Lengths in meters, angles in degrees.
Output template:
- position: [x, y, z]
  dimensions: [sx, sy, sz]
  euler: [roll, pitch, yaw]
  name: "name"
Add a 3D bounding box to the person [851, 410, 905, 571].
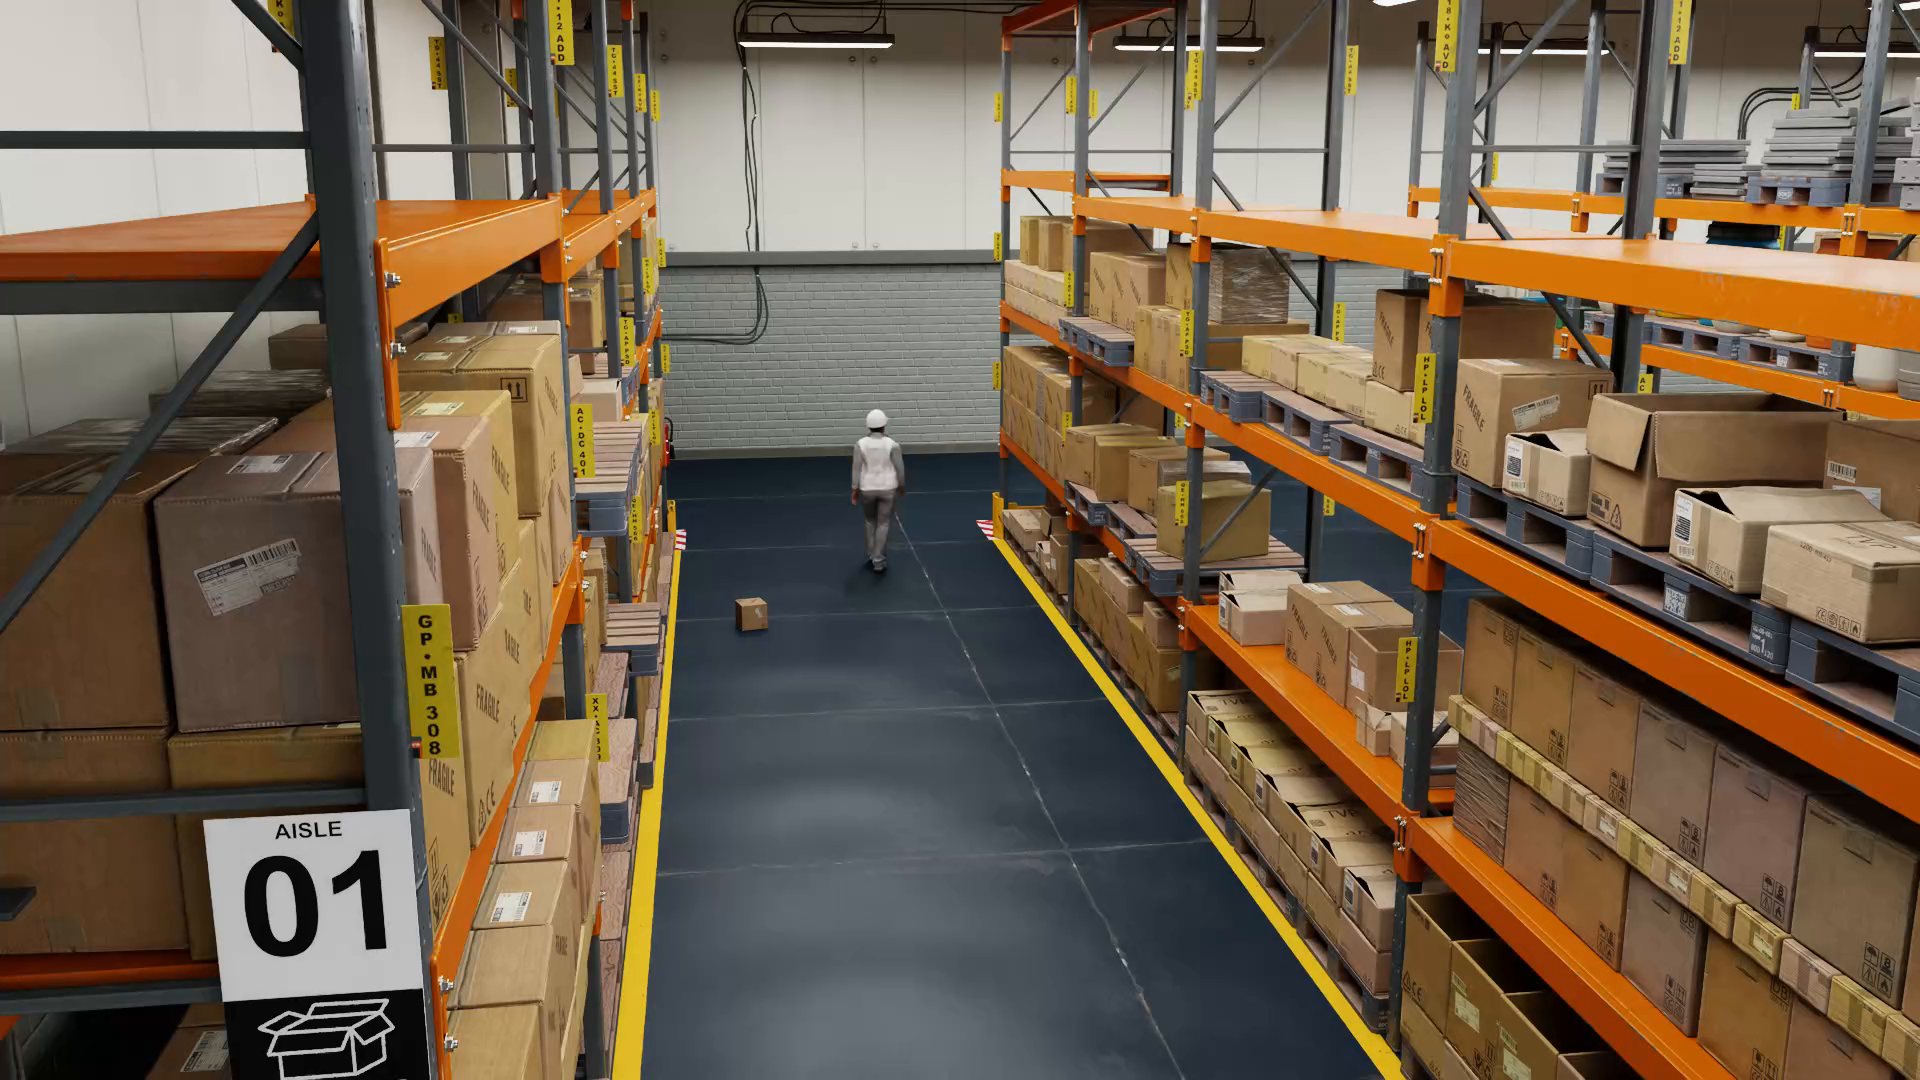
- position: [-0.884, -0.537, 18.308]
  dimensions: [0.571, 1.831, 0.667]
  euler: [2, 13, 9]
  name: "person"
